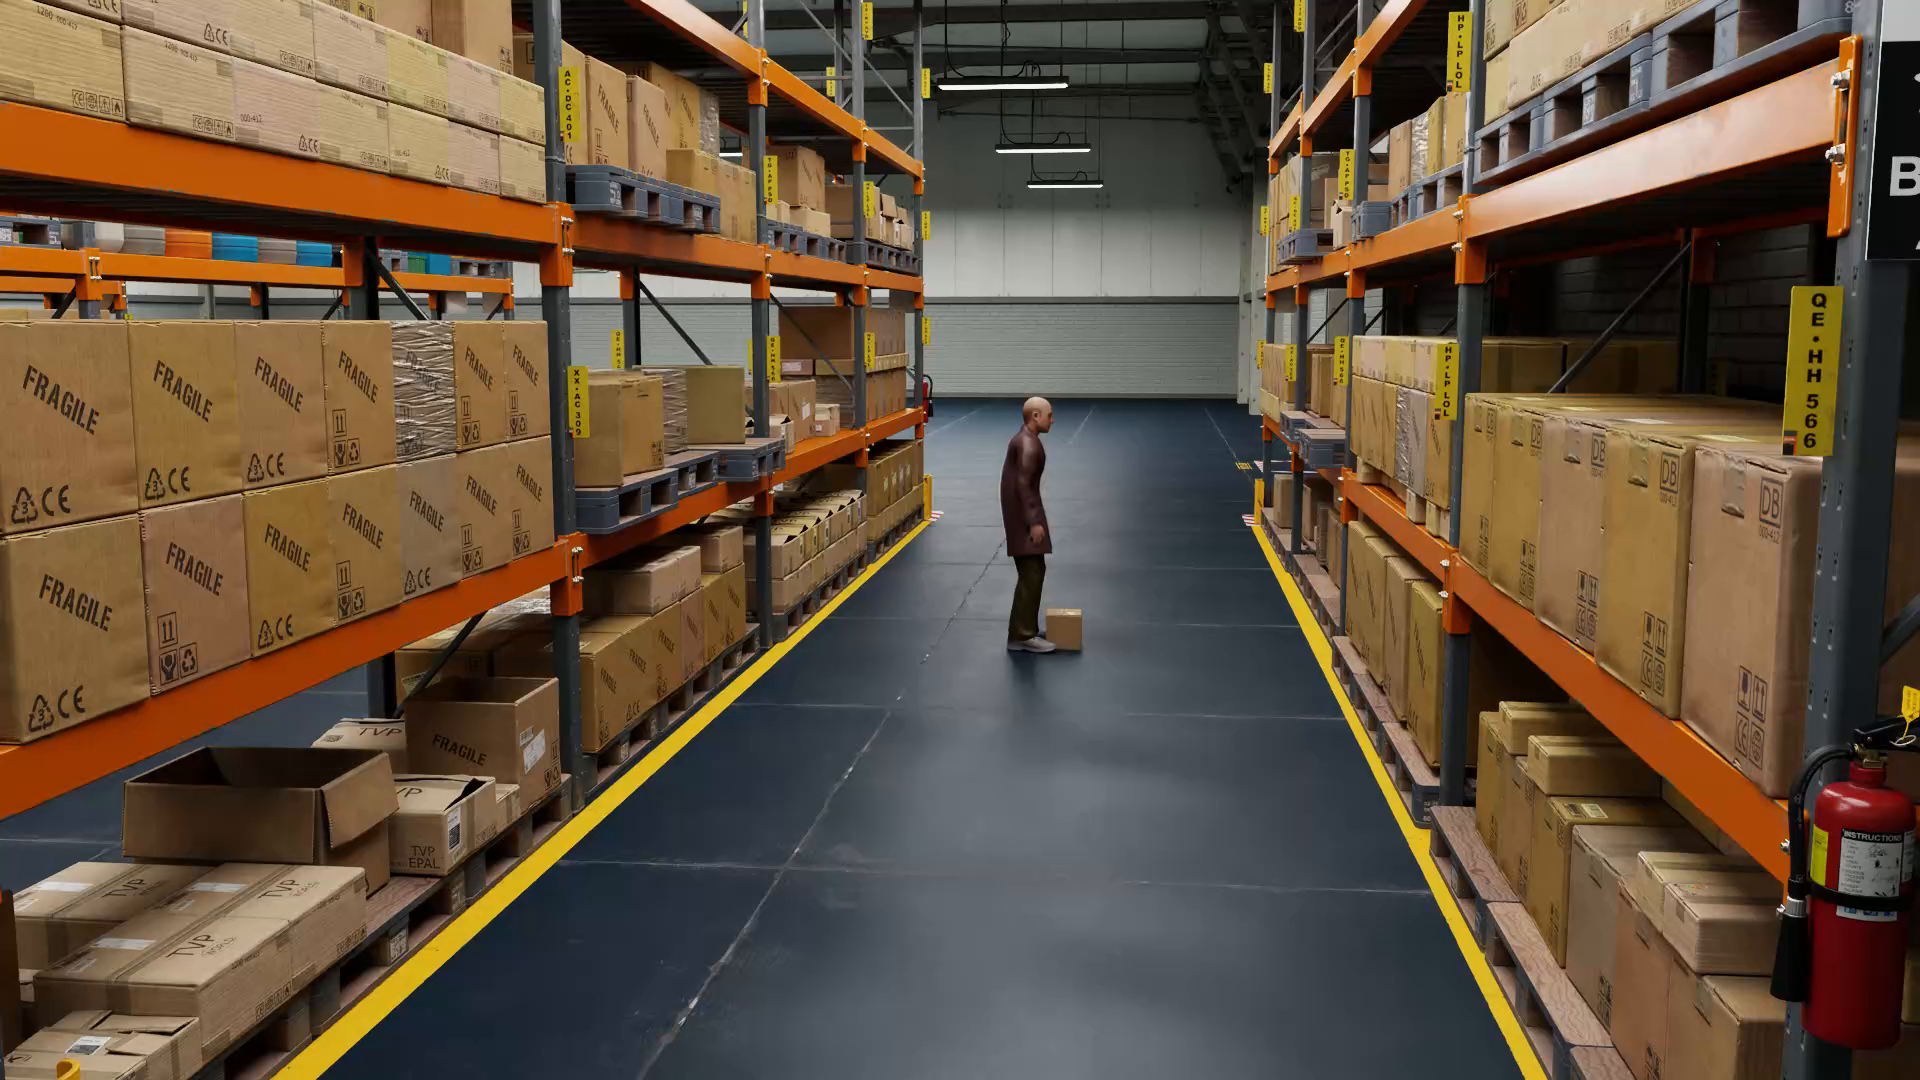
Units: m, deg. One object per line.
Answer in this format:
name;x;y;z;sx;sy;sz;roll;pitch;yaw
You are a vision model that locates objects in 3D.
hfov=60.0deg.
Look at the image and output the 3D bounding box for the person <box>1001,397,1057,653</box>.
person;0.496;-0.124;11.794;0.422;1.774;0.654;0;7;3
